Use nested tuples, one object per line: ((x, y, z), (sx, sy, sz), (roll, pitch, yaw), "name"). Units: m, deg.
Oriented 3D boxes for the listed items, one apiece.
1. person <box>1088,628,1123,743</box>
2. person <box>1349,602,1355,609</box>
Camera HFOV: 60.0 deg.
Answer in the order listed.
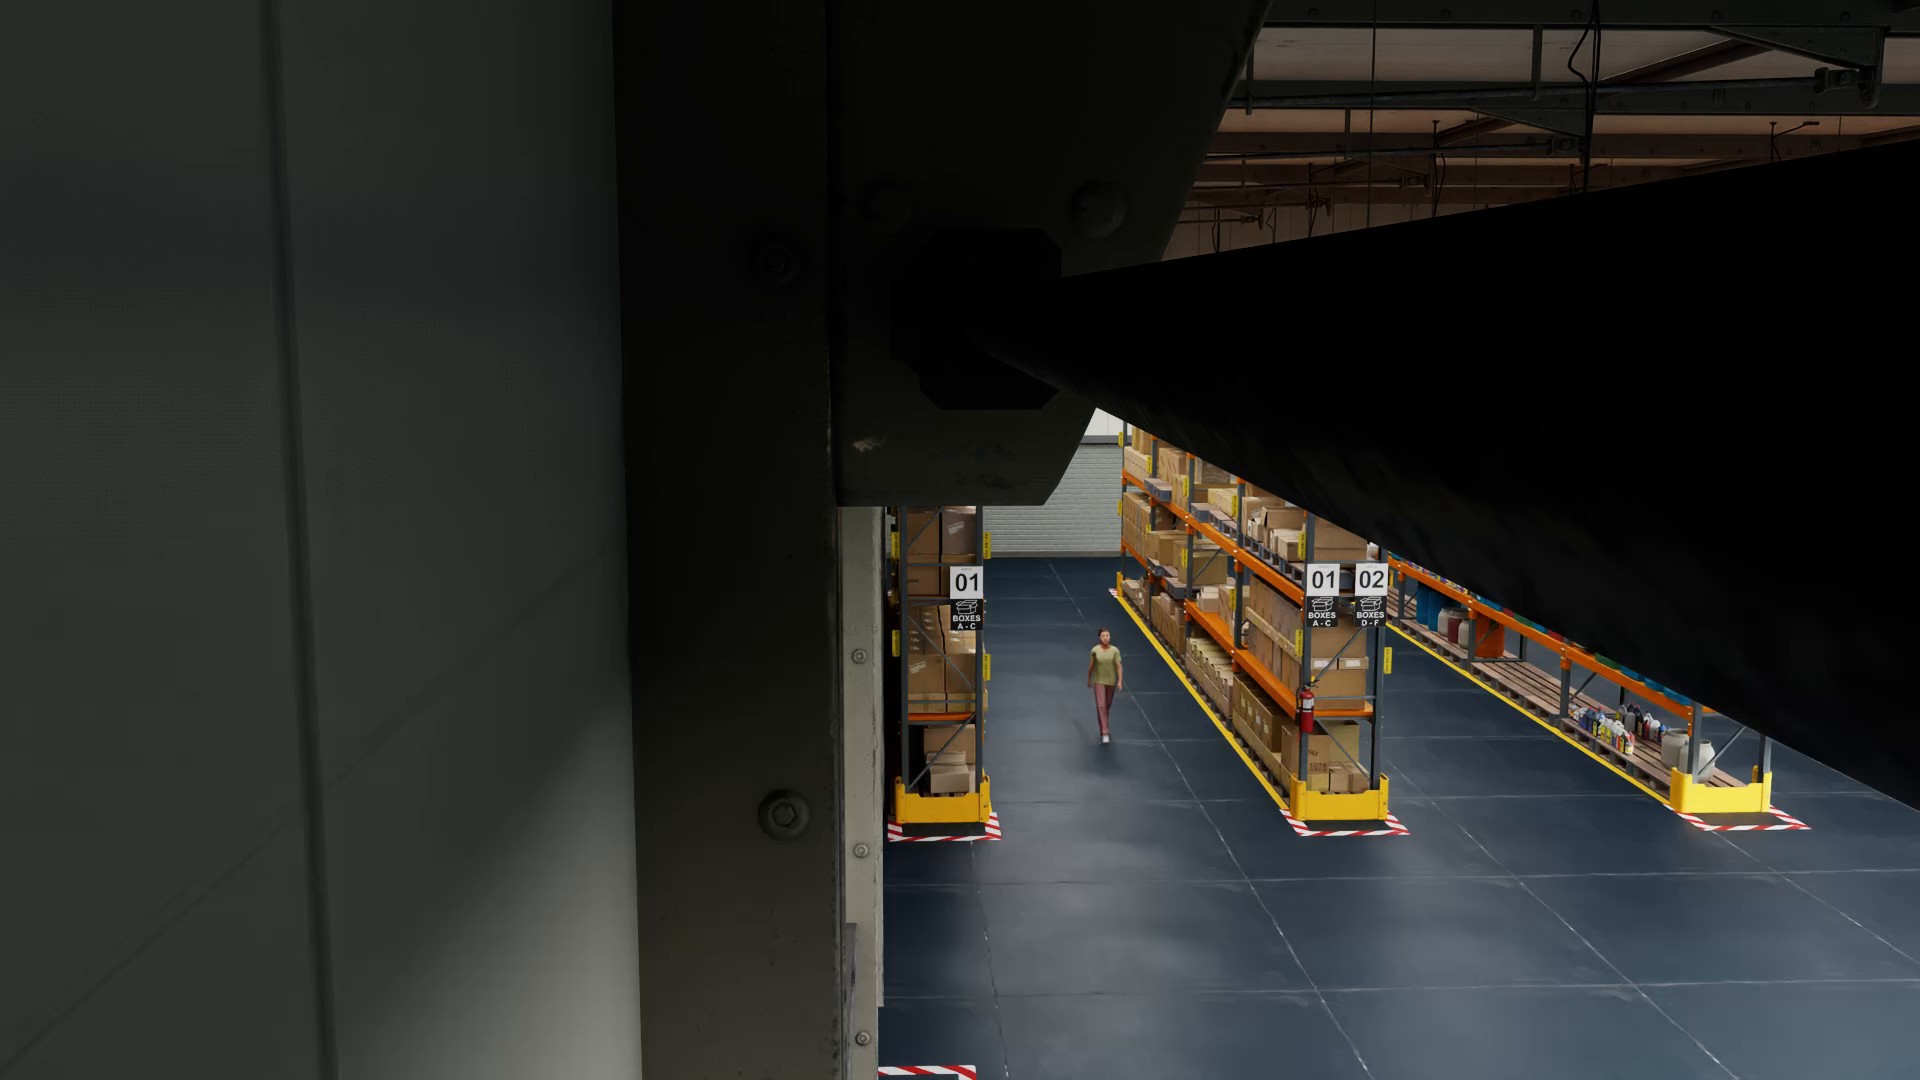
((2.157, 2.093, 24.406), (0.444, 1.604, 1.072), (-2, 8, -11), "person")
((8.278, 0.585, 34.644), (0.467, 1.785, 0.609), (7, 11, 42), "person")
